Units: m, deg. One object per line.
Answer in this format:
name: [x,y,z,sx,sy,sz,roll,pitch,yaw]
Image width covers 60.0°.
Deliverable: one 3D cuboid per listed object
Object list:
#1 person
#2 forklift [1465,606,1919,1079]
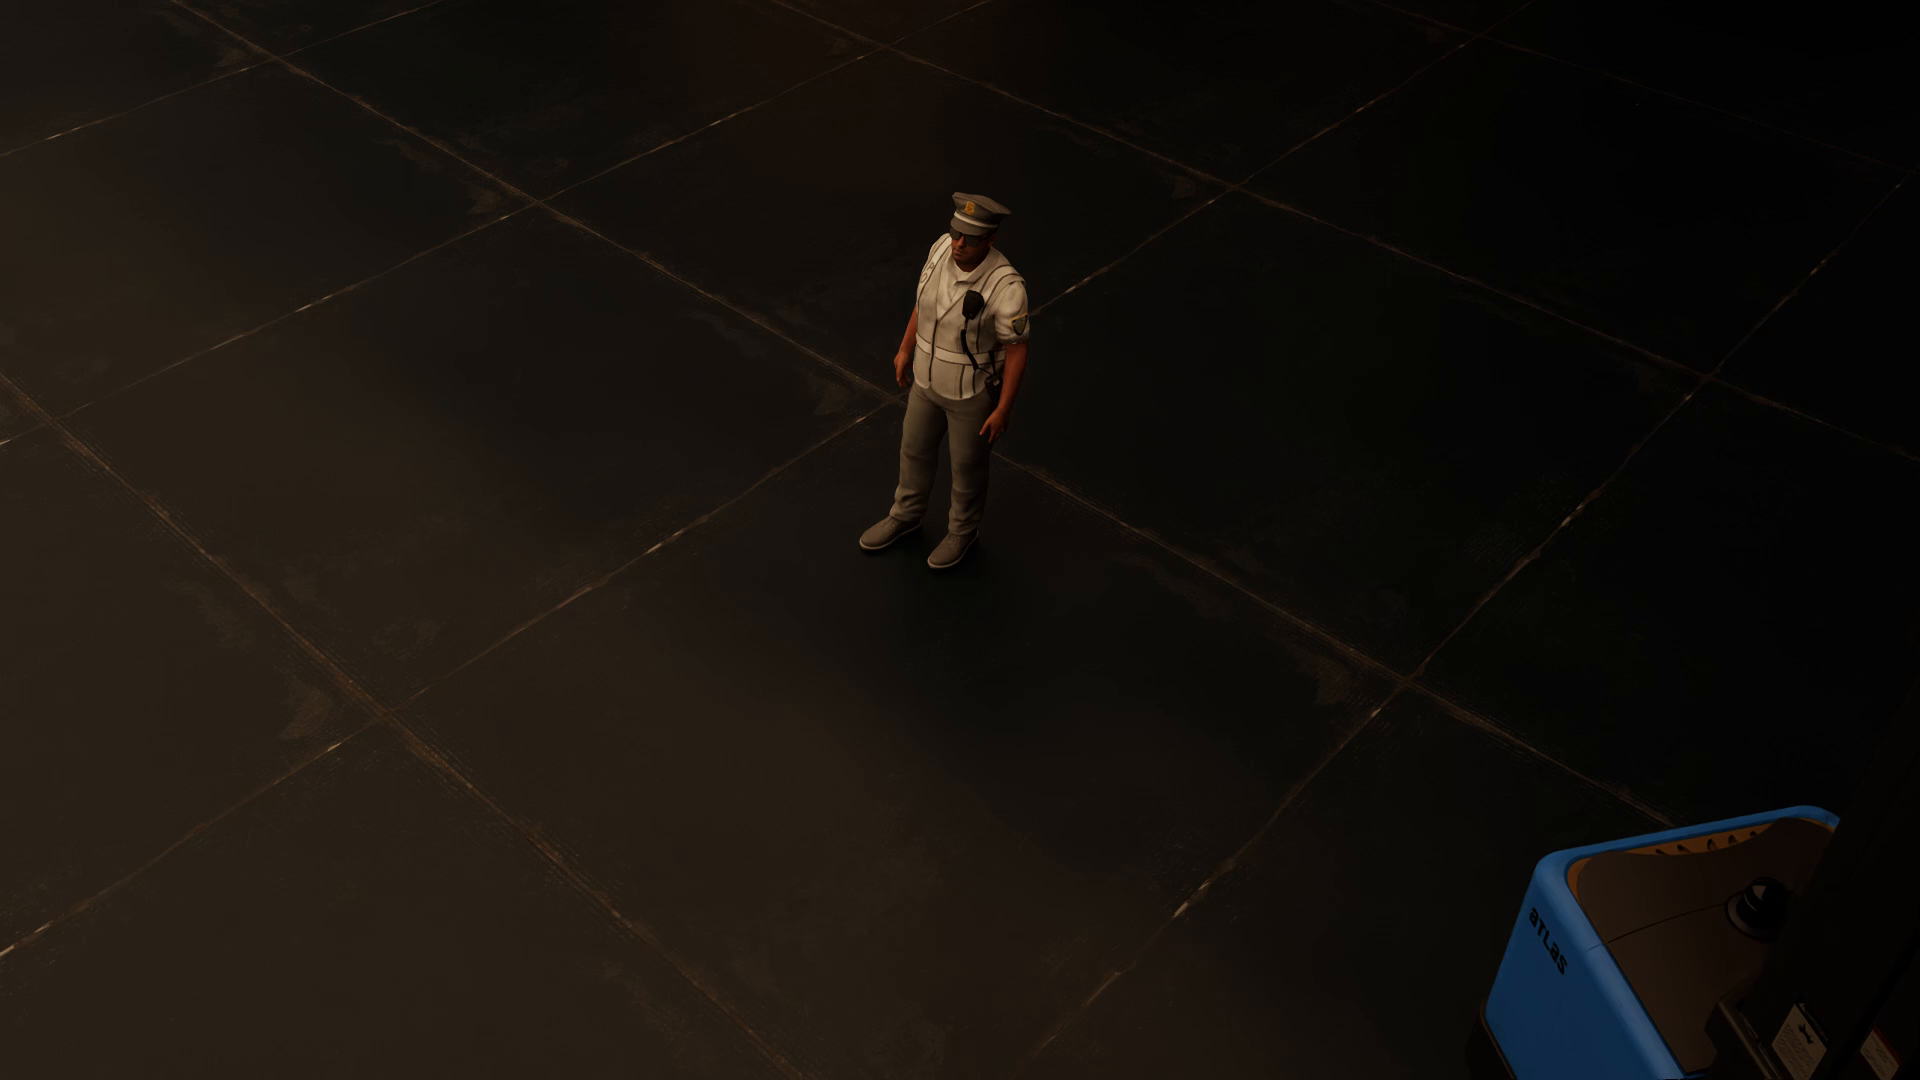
person: [-0.061,-0.650,7.057,0.640,1.781,0.575,31,49,31]
forklift: [2.509,1.508,3.670,1.130,2.935,3.031,-8,41,-10]
